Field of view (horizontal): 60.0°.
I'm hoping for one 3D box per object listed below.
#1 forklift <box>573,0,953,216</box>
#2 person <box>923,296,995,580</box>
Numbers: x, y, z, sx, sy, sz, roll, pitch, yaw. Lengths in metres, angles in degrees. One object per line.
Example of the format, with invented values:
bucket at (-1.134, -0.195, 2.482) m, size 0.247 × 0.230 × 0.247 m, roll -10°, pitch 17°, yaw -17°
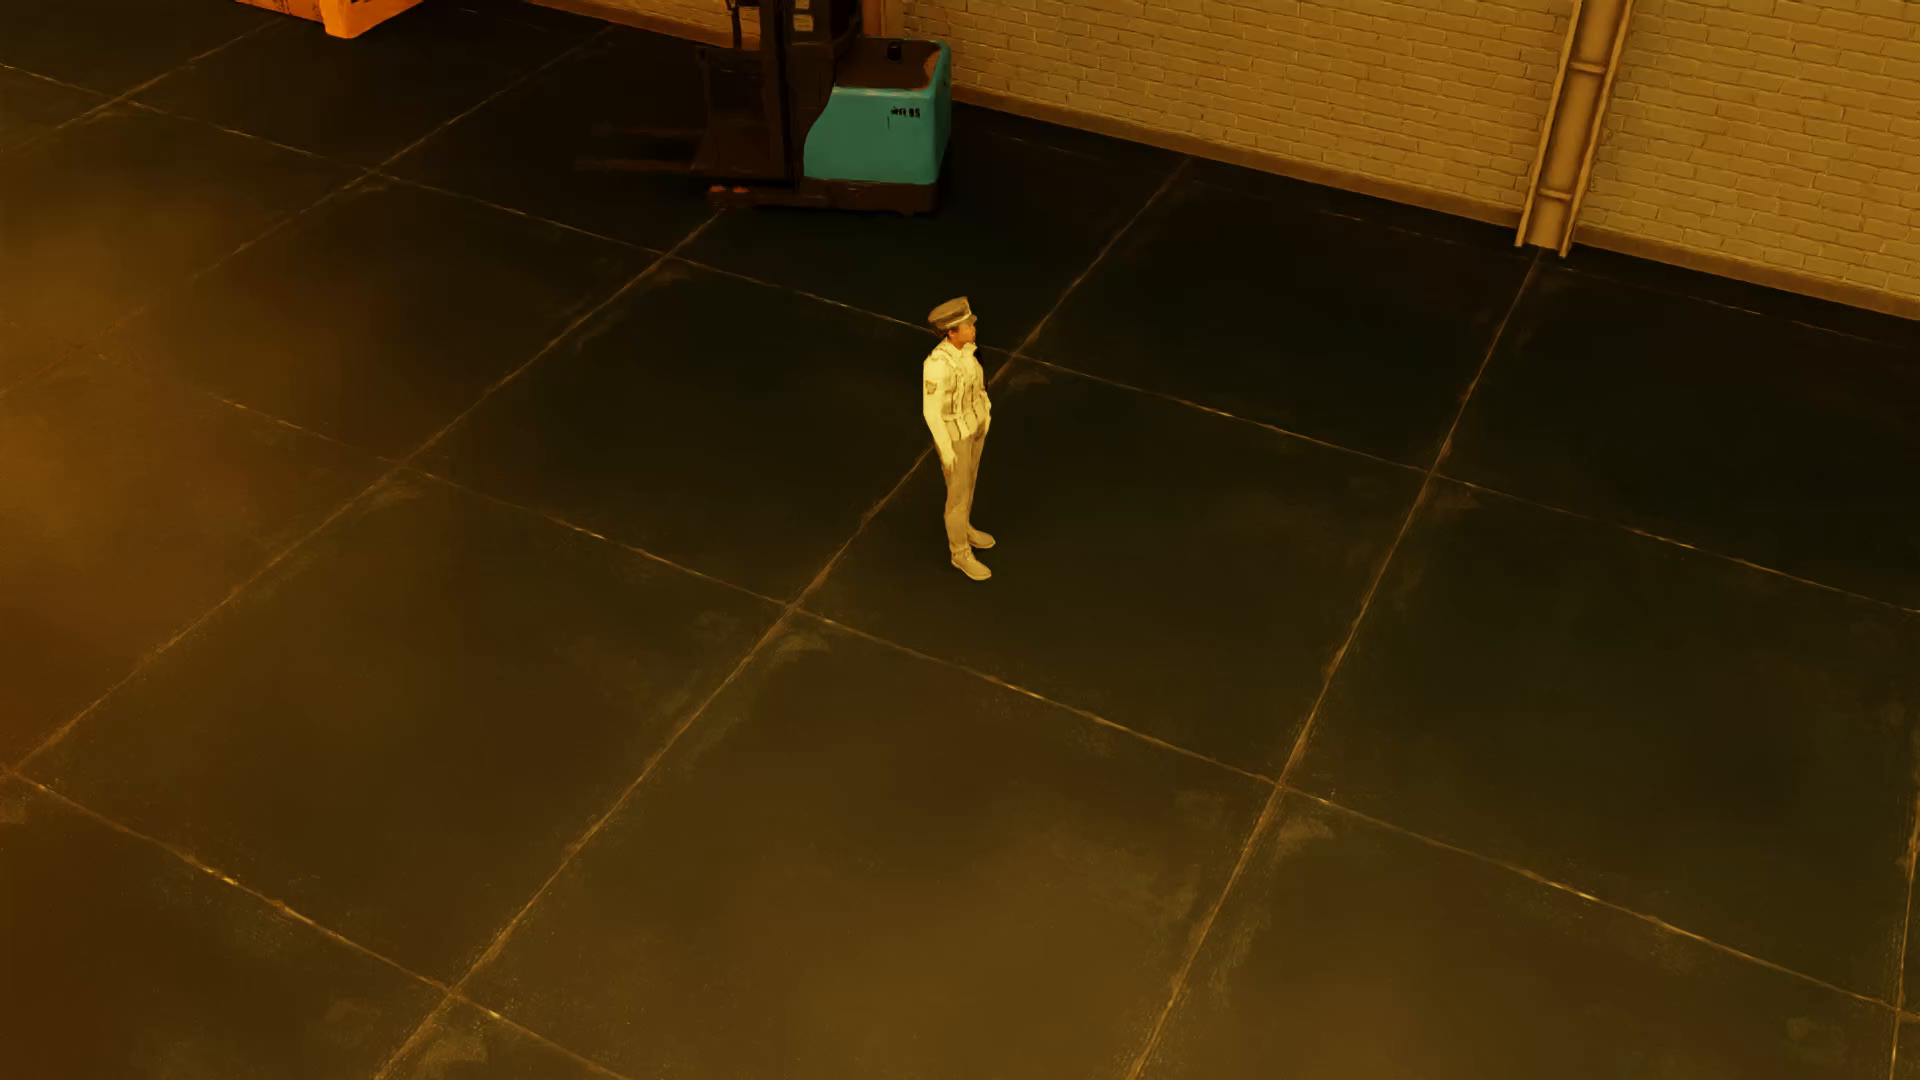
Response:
forklift at (-1.620, -4.131, 12.891) m, size 3.031 × 2.935 × 1.130 m, roll 5°, pitch 40°, yaw 6°
person at (0.057, -0.630, 9.682) m, size 0.532 × 1.695 × 0.586 m, roll 18°, pitch 43°, yaw 21°
